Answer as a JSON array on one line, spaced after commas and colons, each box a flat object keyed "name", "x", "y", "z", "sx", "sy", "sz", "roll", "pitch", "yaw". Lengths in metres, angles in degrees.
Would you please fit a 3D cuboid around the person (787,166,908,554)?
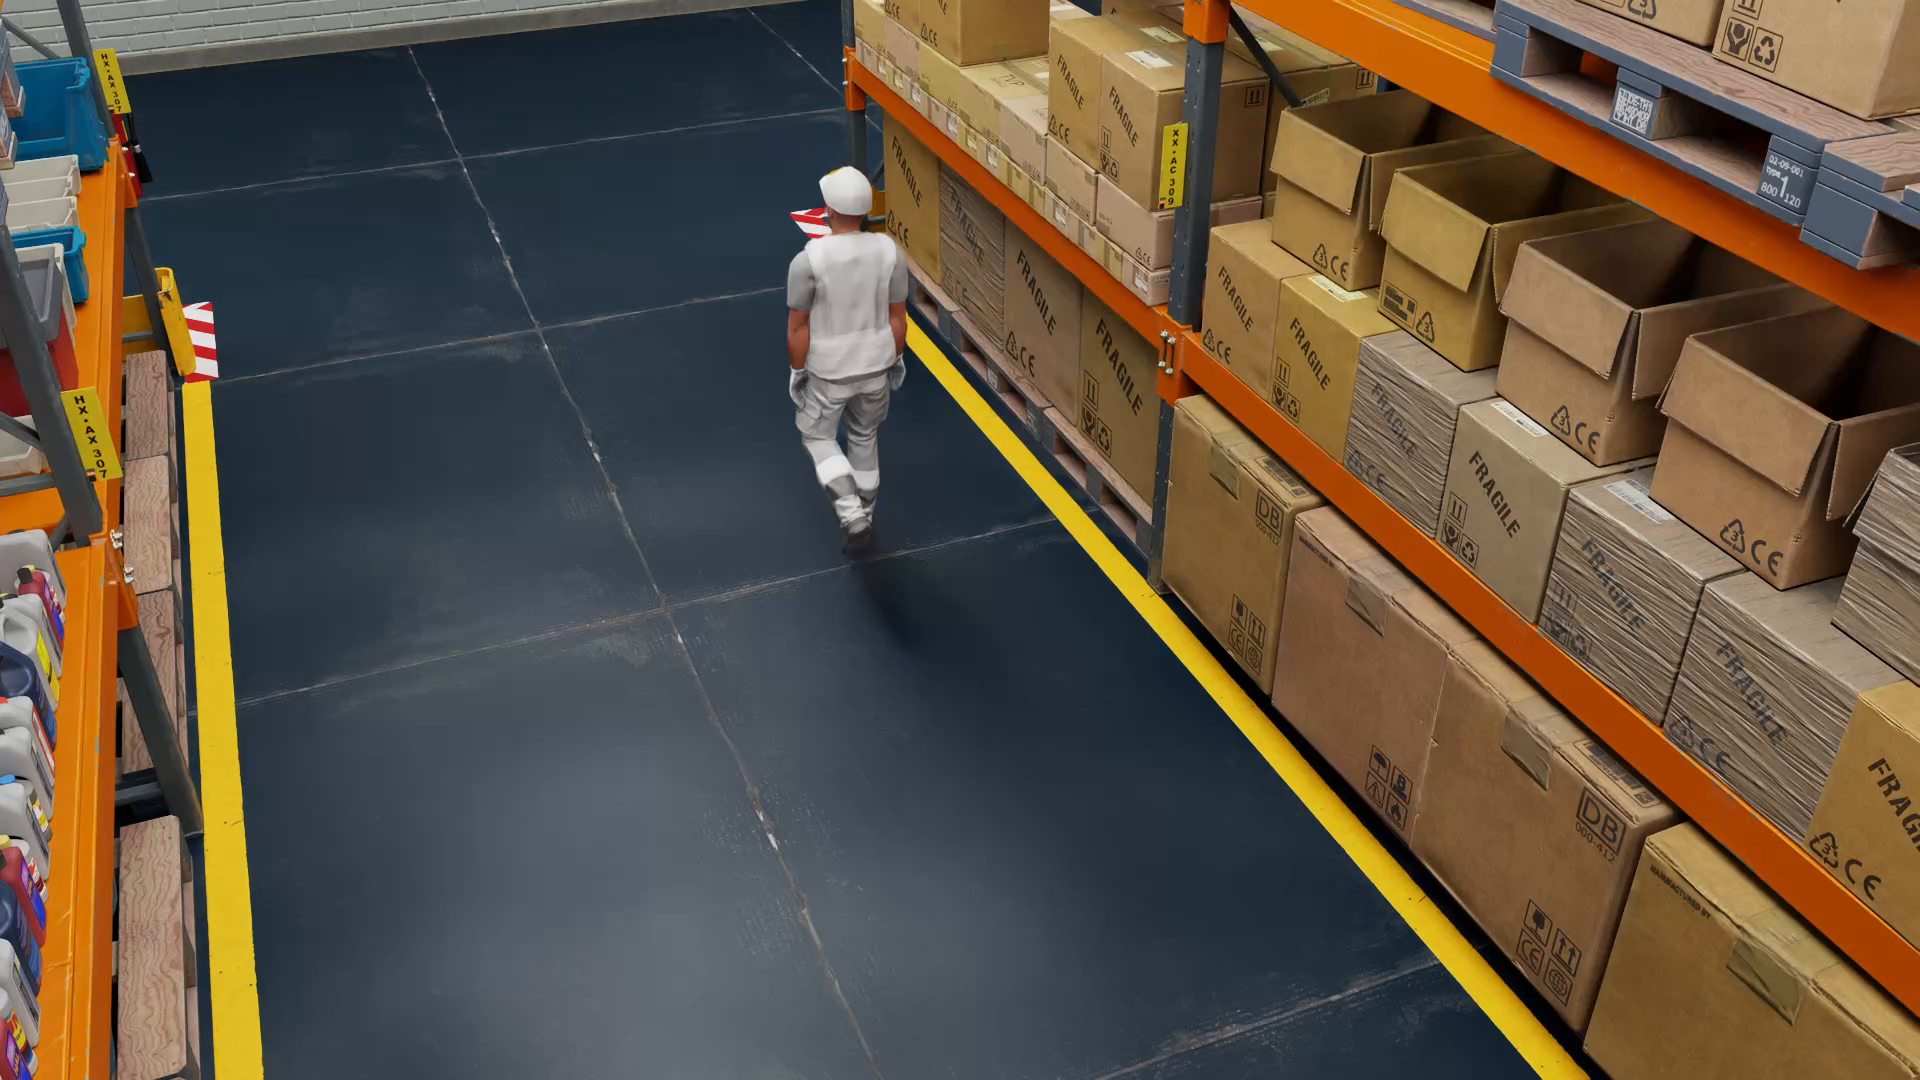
[{"name": "person", "x": -0.469, "y": -0.725, "z": 7.188, "sx": 0.547, "sy": 1.779, "sz": 0.645, "roll": -11, "pitch": 35, "yaw": -17}]
